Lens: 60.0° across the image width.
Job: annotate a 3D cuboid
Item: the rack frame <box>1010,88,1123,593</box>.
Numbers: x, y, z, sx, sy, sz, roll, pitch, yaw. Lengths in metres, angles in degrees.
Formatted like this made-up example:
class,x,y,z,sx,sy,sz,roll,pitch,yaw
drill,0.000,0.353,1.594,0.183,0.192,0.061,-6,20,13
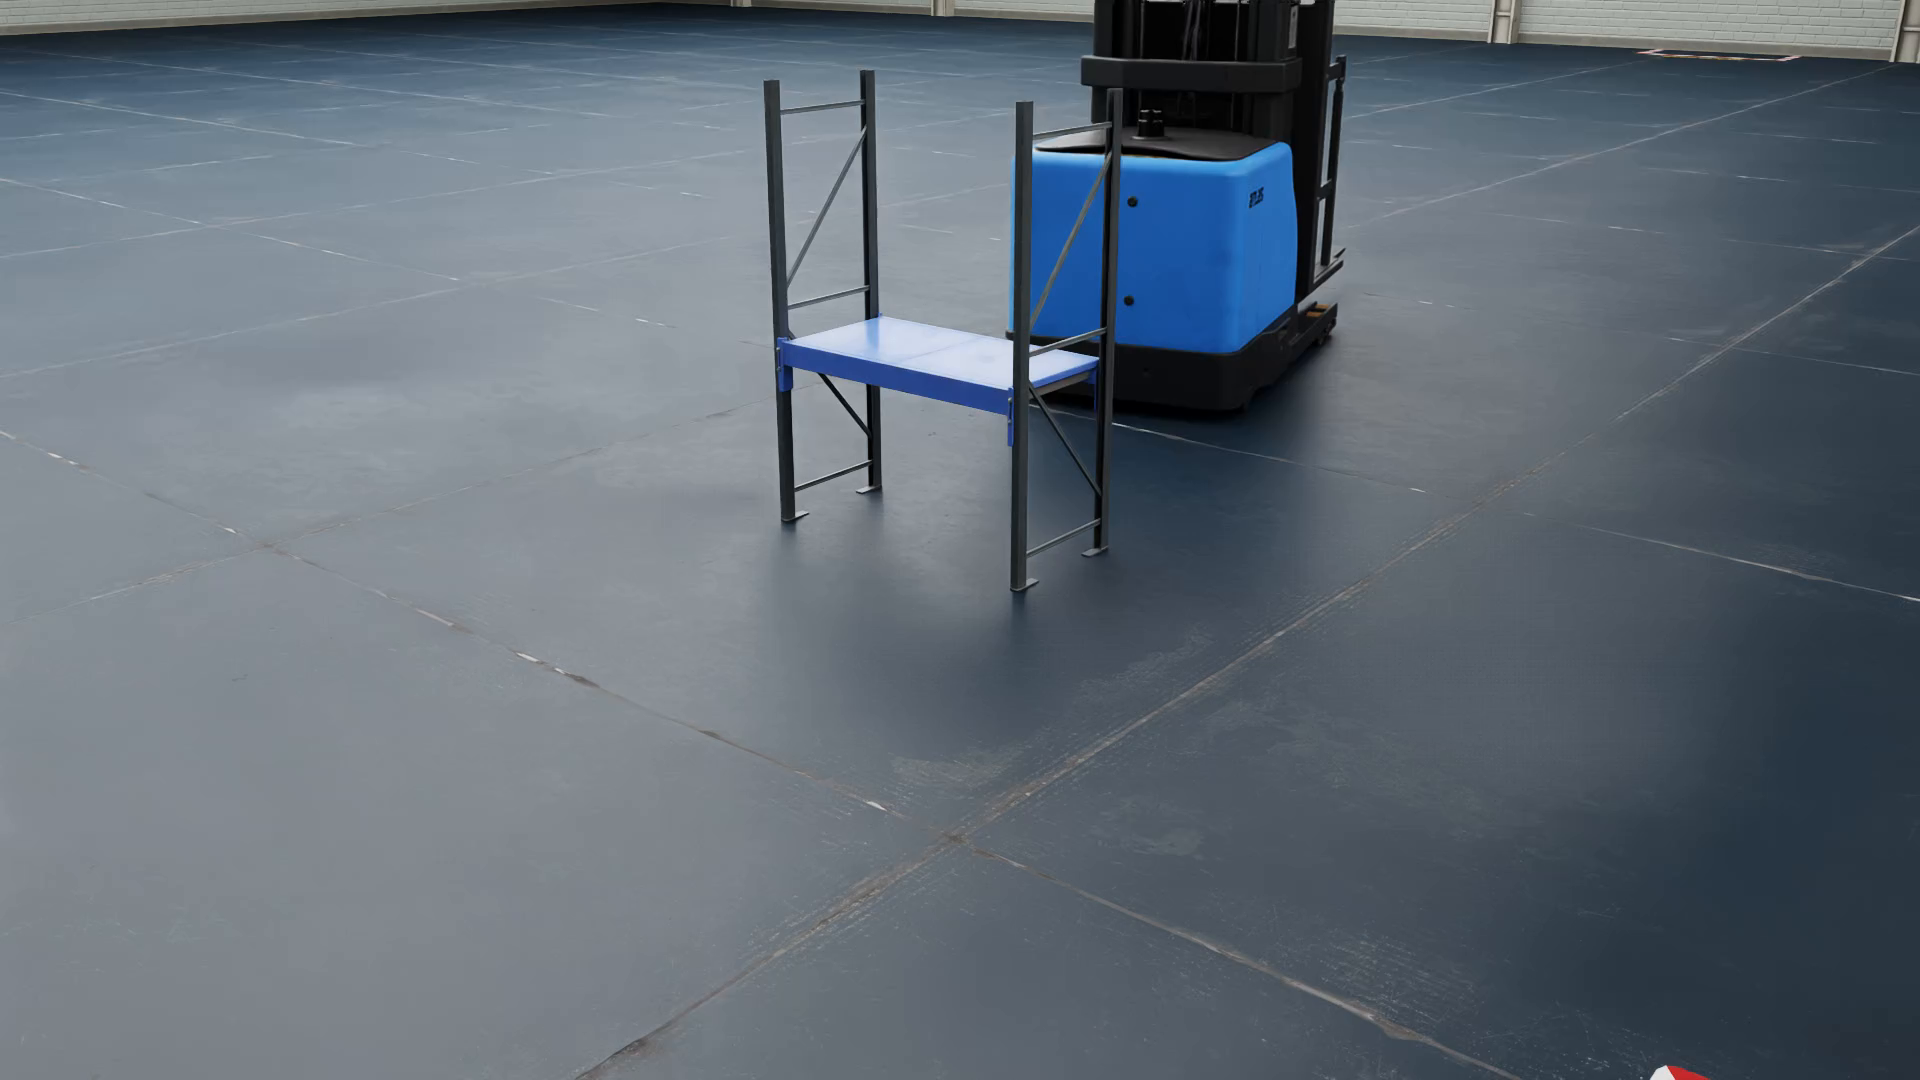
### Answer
class,x,y,z,sx,sy,sz,roll,pitch,yaw
rack frame,0.328,-0.607,5.153,0.032,1.500,0.500,16,26,36

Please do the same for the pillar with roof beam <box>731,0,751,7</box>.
class,x,y,z,sx,sy,sz,roll,pitch,yaw
pillar with roof beam,-7.723,-15.251,33.357,0.400,9.000,9.100,16,26,36

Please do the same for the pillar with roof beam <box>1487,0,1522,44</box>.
class,x,y,z,sx,sy,sz,roll,pitch,yaw
pillar with roof beam,6.222,-11.235,22.708,0.400,9.000,9.100,16,26,36

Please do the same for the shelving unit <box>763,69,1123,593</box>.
class,x,y,z,sx,sy,sz,roll,pitch,yaw
shelving unit,-0.066,-0.721,5.454,1.048,1.500,0.538,16,26,36

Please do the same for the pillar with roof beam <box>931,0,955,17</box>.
class,x,y,z,sx,sy,sz,roll,pitch,yaw
pillar with roof beam,-3.074,-13.912,29.808,0.400,9.000,9.100,16,26,36

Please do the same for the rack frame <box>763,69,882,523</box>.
class,x,y,z,sx,sy,sz,roll,pitch,yaw
rack frame,-0.460,-0.834,5.755,0.032,1.500,0.500,16,26,36

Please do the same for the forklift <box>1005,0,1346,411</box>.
class,x,y,z,sx,sy,sz,roll,pitch,yaw
forklift,1.259,-2.389,7.850,1.130,2.935,3.031,9,22,22

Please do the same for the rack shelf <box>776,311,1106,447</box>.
class,x,y,z,sx,sy,sz,roll,pitch,yaw
rack shelf,-0.066,-0.552,5.517,1.000,0.185,0.538,16,26,36

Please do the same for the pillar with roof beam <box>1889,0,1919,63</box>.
class,x,y,z,sx,sy,sz,roll,pitch,yaw
pillar with roof beam,10.871,-9.896,19.158,0.400,9.000,9.100,16,26,36

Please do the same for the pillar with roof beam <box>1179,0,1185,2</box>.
class,x,y,z,sx,sy,sz,roll,pitch,yaw
pillar with roof beam,1.574,-12.574,26.258,0.400,9.000,9.100,16,26,36
